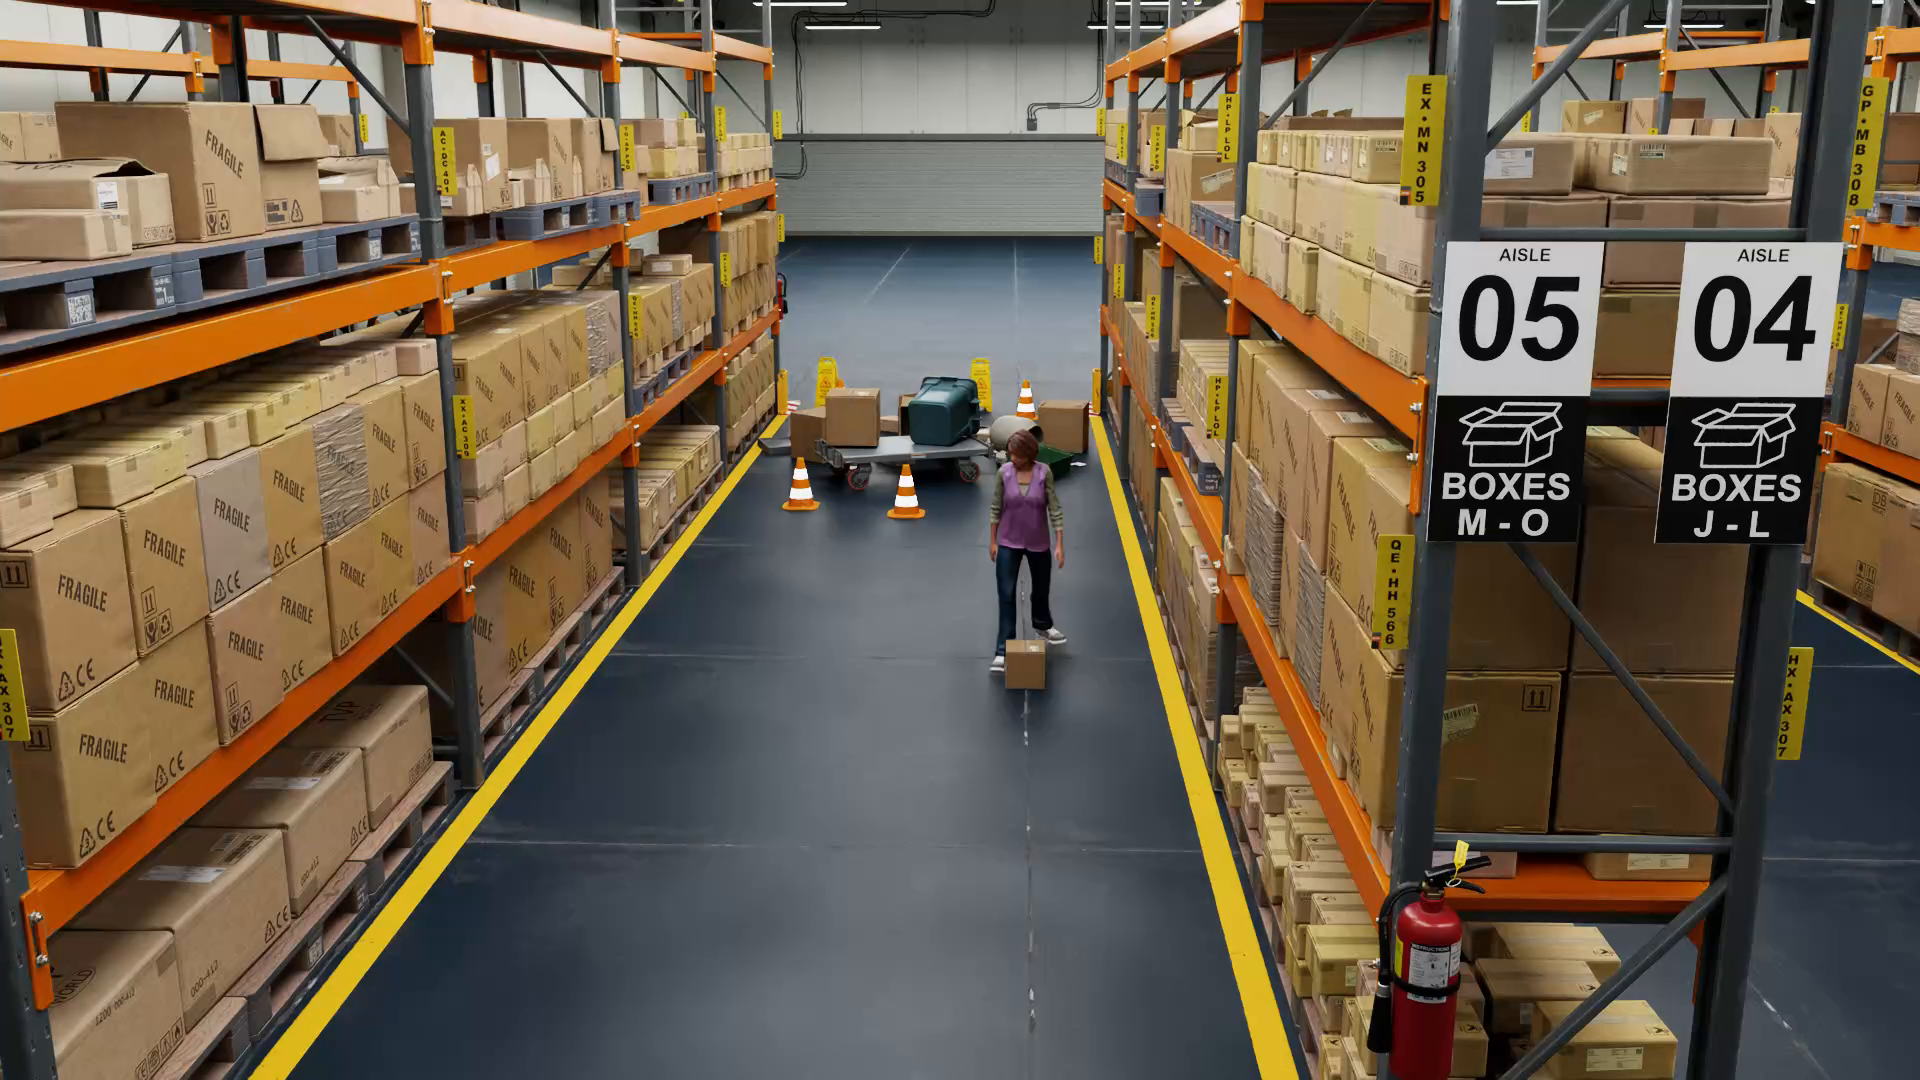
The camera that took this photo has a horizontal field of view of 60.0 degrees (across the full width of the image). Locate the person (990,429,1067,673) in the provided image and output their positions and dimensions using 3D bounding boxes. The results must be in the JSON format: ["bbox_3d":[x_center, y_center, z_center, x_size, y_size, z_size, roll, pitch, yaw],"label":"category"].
[{"bbox_3d":[0.456,0.036,10.882,0.561,1.555,0.824,-1,14,-3],"label":"person"}]
